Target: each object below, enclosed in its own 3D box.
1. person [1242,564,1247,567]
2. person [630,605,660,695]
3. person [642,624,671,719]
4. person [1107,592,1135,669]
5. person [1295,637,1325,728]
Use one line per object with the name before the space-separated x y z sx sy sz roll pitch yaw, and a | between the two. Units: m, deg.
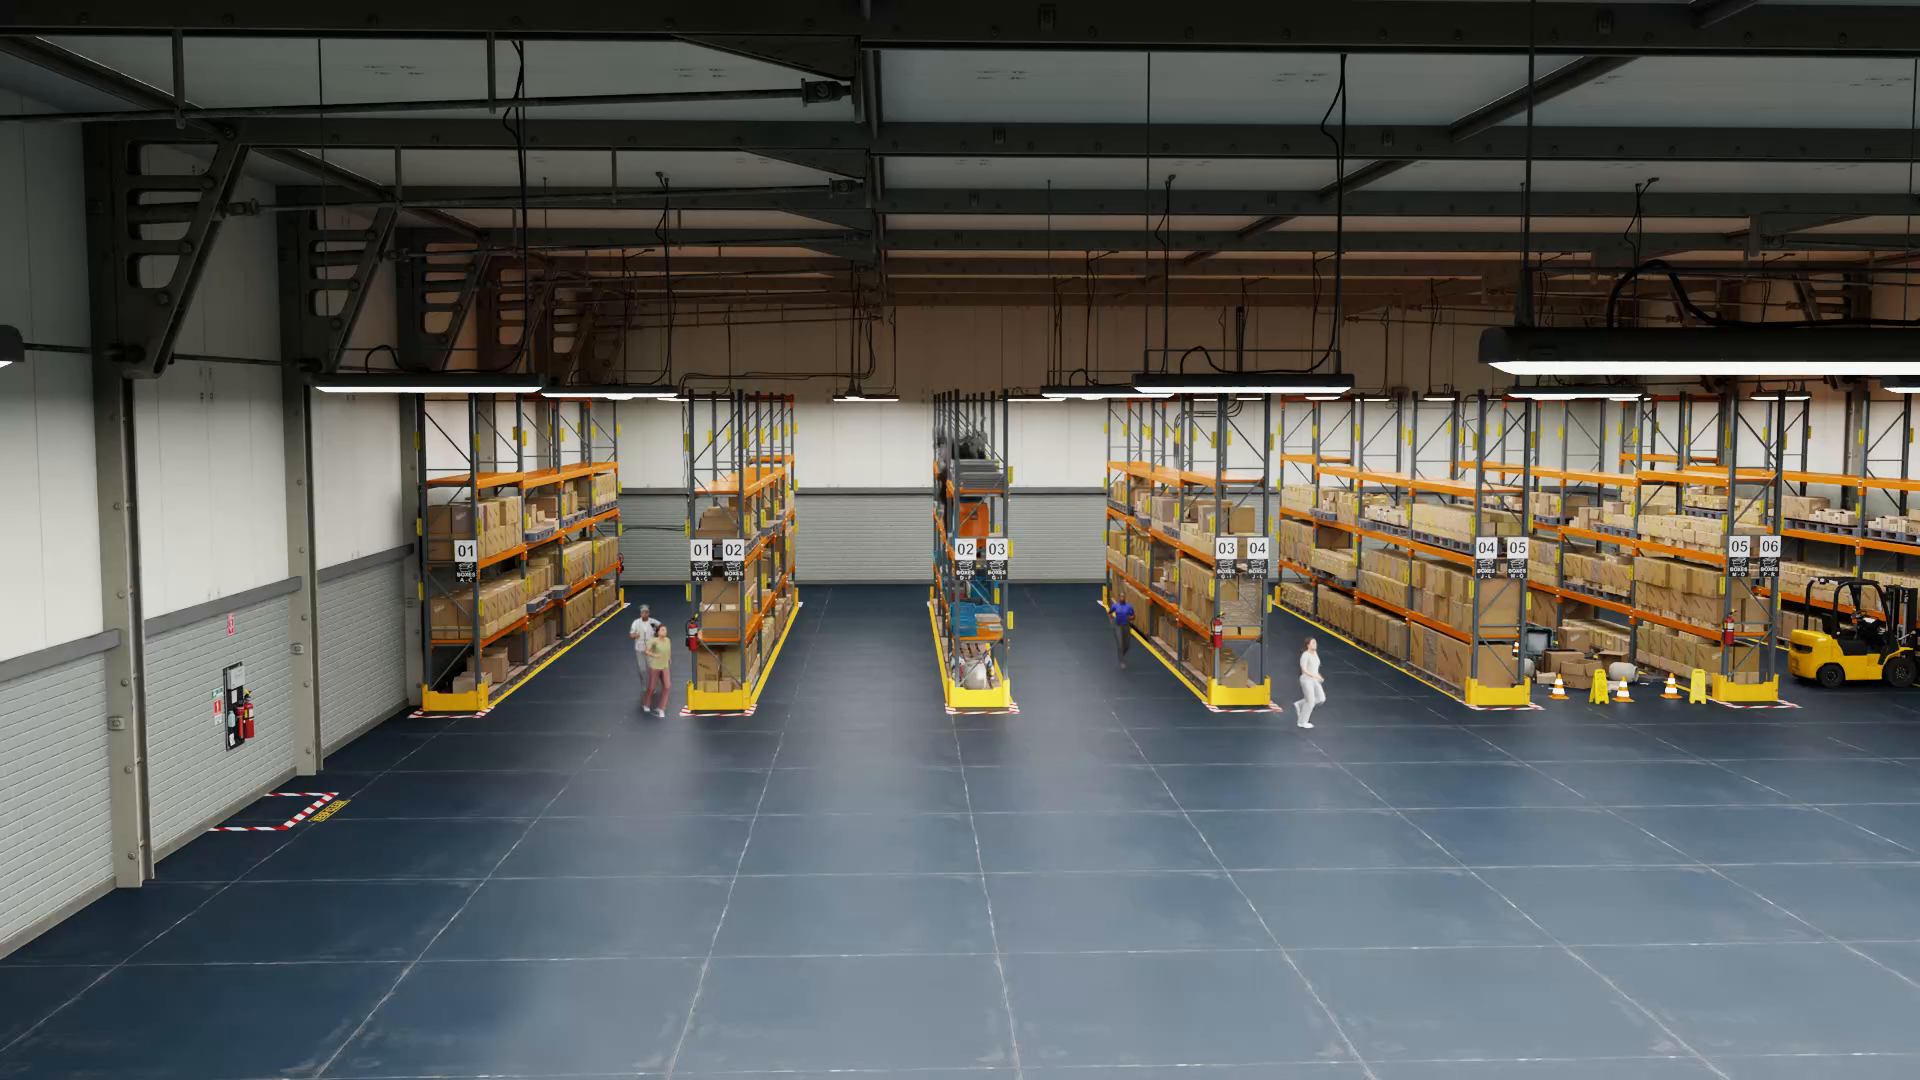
person | 7.916 1.102 46.772 0.661 1.672 0.740 0 5 1
person | -6.194 2.179 32.797 0.643 1.810 0.676 0 5 -5
person | -5.533 2.384 30.616 0.603 1.695 0.785 -3 6 -36
person | 3.525 1.937 36.192 0.583 1.633 0.924 0 5 -6
person | 6.208 2.513 29.440 0.631 1.625 0.585 4 6 42
